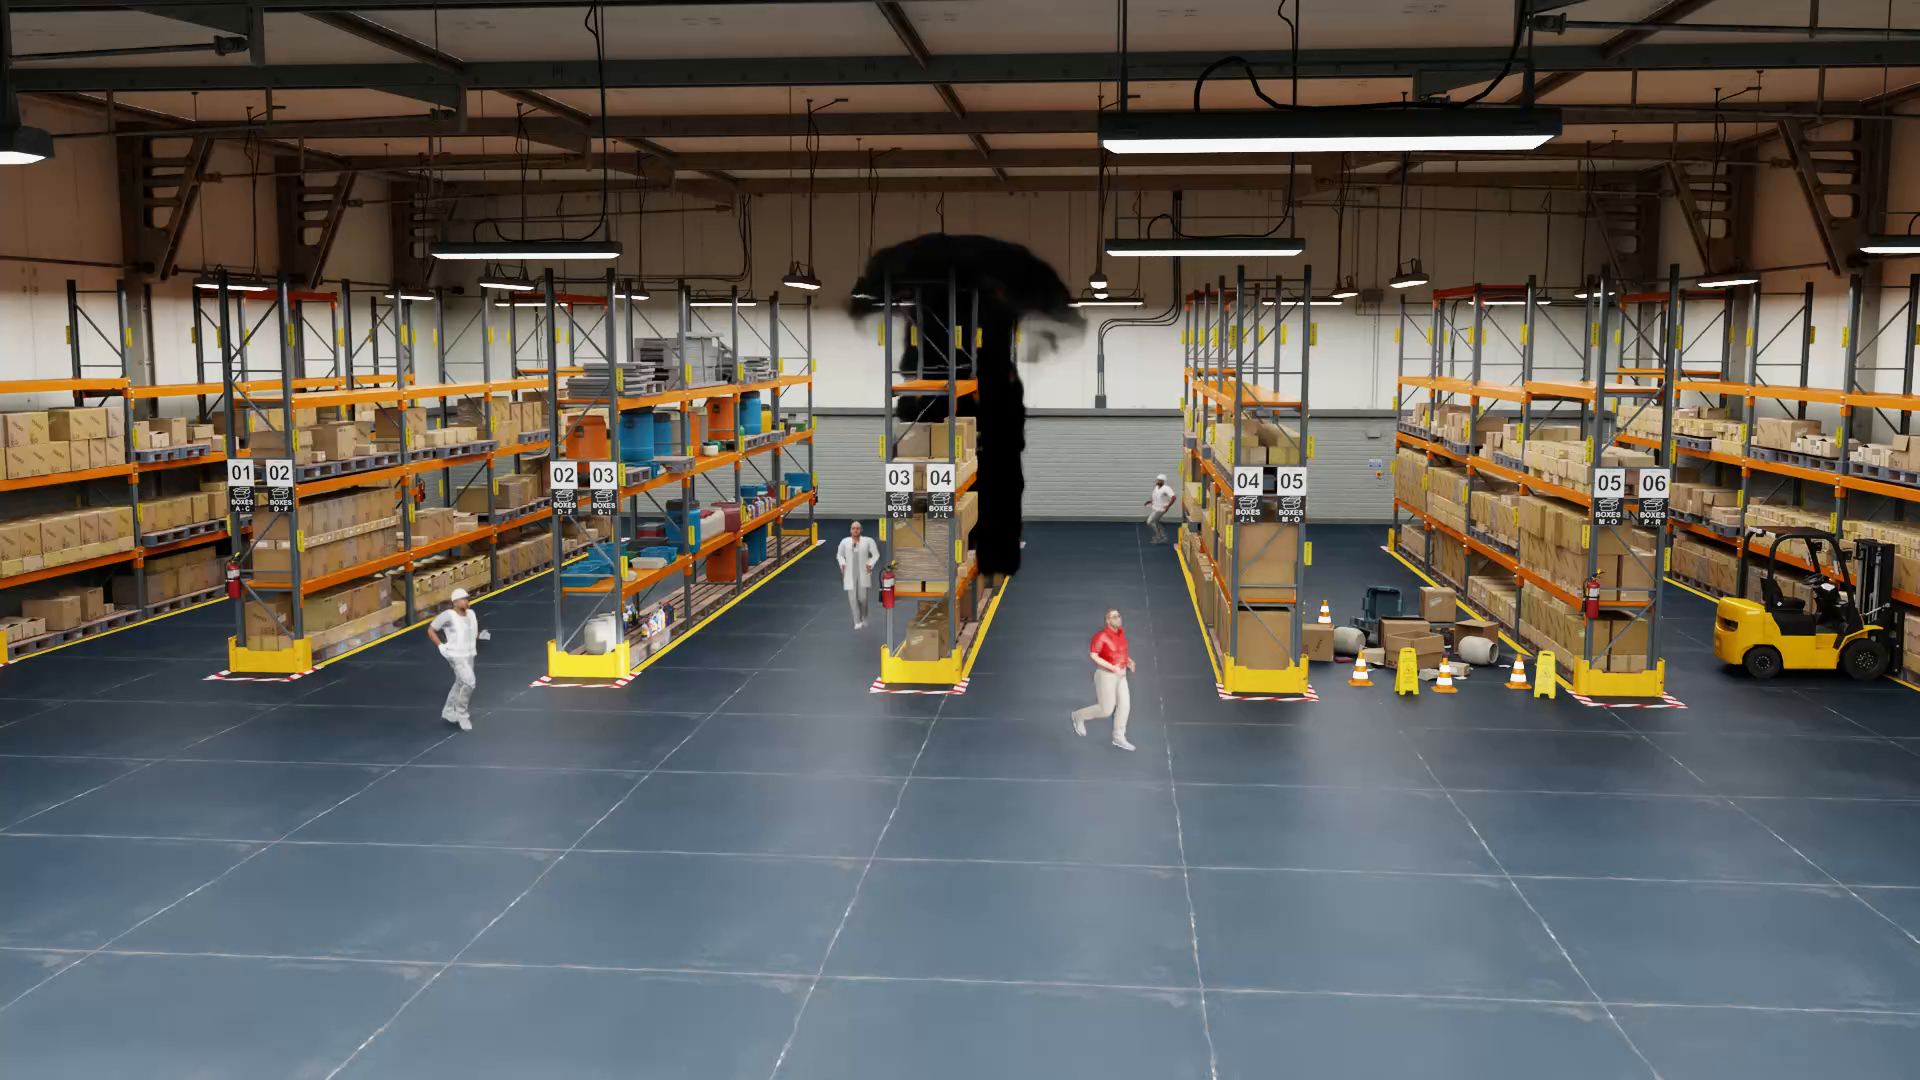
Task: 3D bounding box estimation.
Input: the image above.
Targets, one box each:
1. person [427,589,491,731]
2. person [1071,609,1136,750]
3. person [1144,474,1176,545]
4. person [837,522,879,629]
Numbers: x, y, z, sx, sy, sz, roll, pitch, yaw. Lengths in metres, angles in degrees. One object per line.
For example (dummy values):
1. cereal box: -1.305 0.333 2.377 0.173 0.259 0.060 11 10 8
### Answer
1. person: -6.408 1.535 21.409 0.757 1.830 0.654 3 8 23
2. person: 1.819 1.694 20.470 0.834 1.726 0.670 6 9 42
3. person: 4.814 -0.726 40.223 0.648 1.754 0.766 -2 7 -17
4. person: -1.668 0.582 26.939 0.689 1.753 0.585 1 7 5
